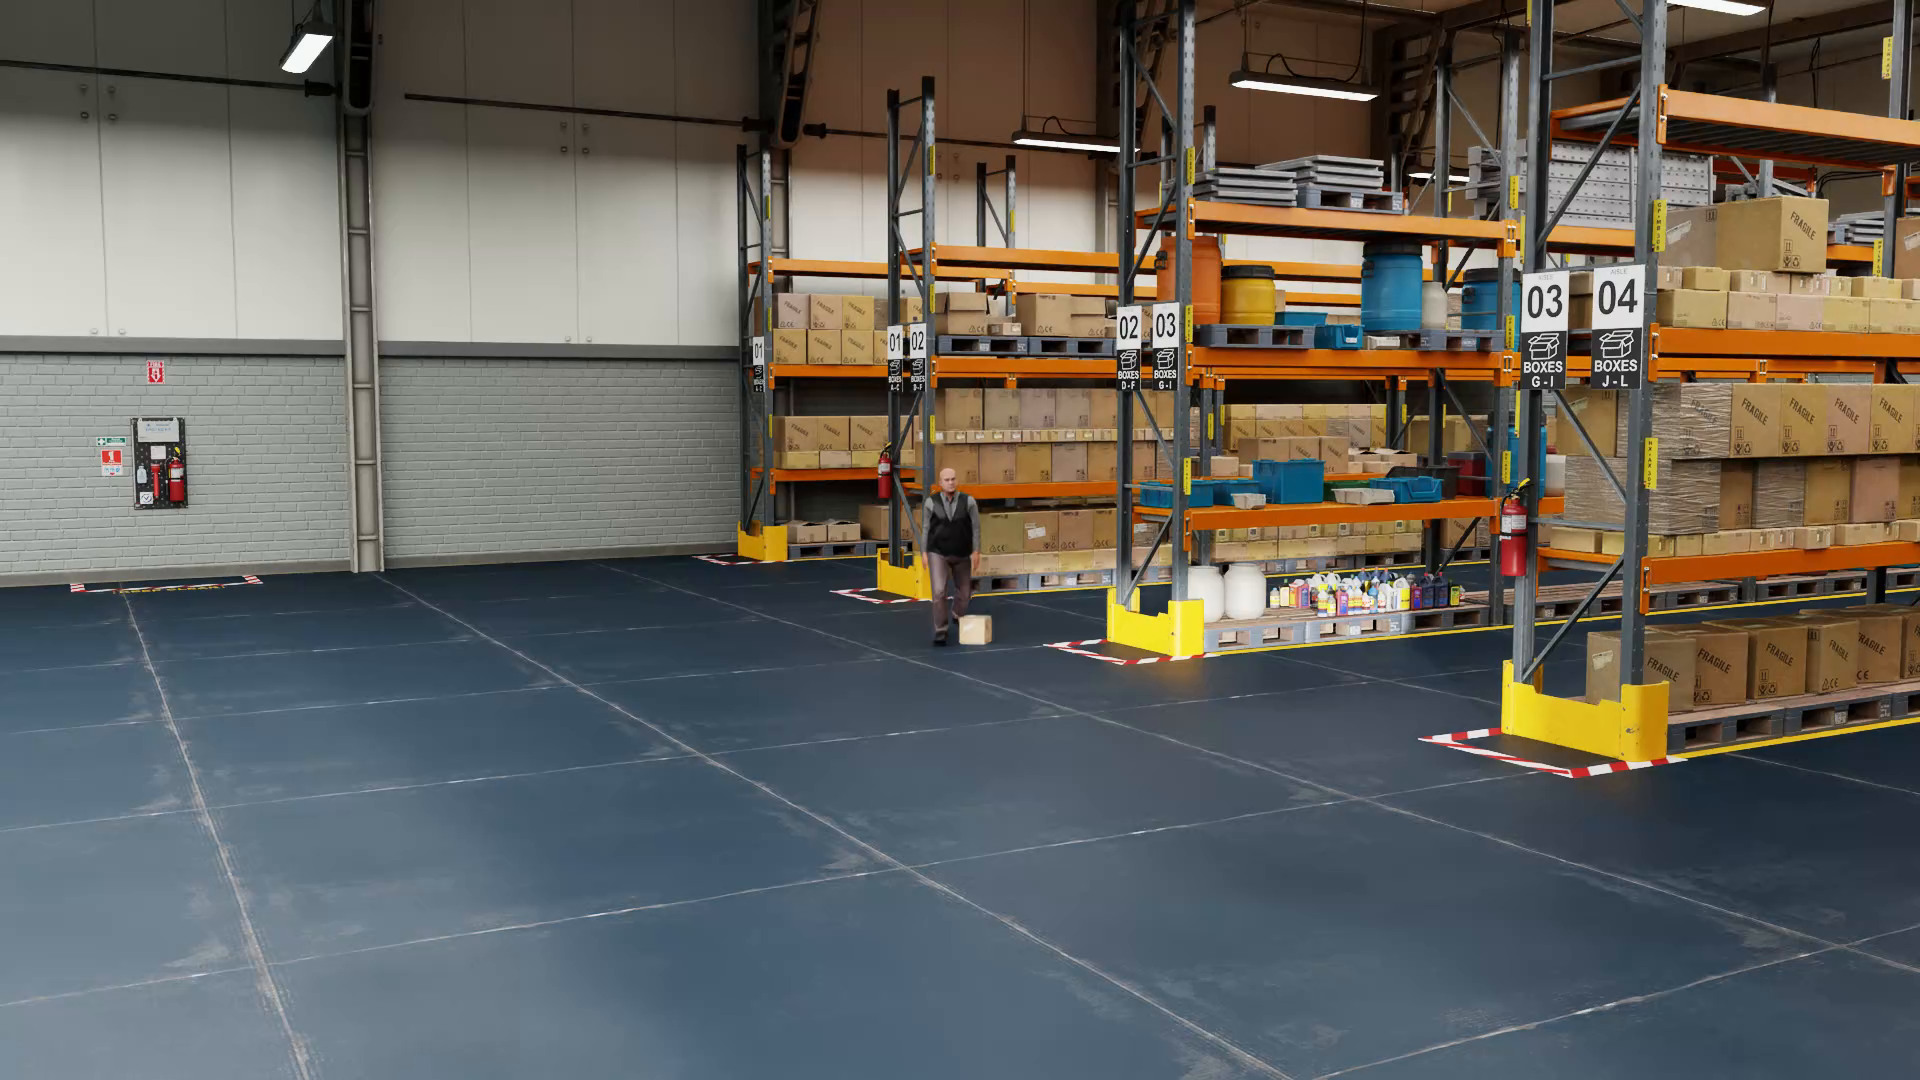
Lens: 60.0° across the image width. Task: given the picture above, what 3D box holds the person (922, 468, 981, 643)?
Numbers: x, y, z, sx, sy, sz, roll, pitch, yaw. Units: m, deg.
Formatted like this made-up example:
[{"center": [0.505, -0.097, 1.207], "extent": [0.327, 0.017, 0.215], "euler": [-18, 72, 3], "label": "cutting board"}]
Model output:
[{"center": [-0.089, 0.177, 16.056], "extent": [0.564, 1.580, 0.904], "euler": [-1, 5, -6], "label": "person"}]
